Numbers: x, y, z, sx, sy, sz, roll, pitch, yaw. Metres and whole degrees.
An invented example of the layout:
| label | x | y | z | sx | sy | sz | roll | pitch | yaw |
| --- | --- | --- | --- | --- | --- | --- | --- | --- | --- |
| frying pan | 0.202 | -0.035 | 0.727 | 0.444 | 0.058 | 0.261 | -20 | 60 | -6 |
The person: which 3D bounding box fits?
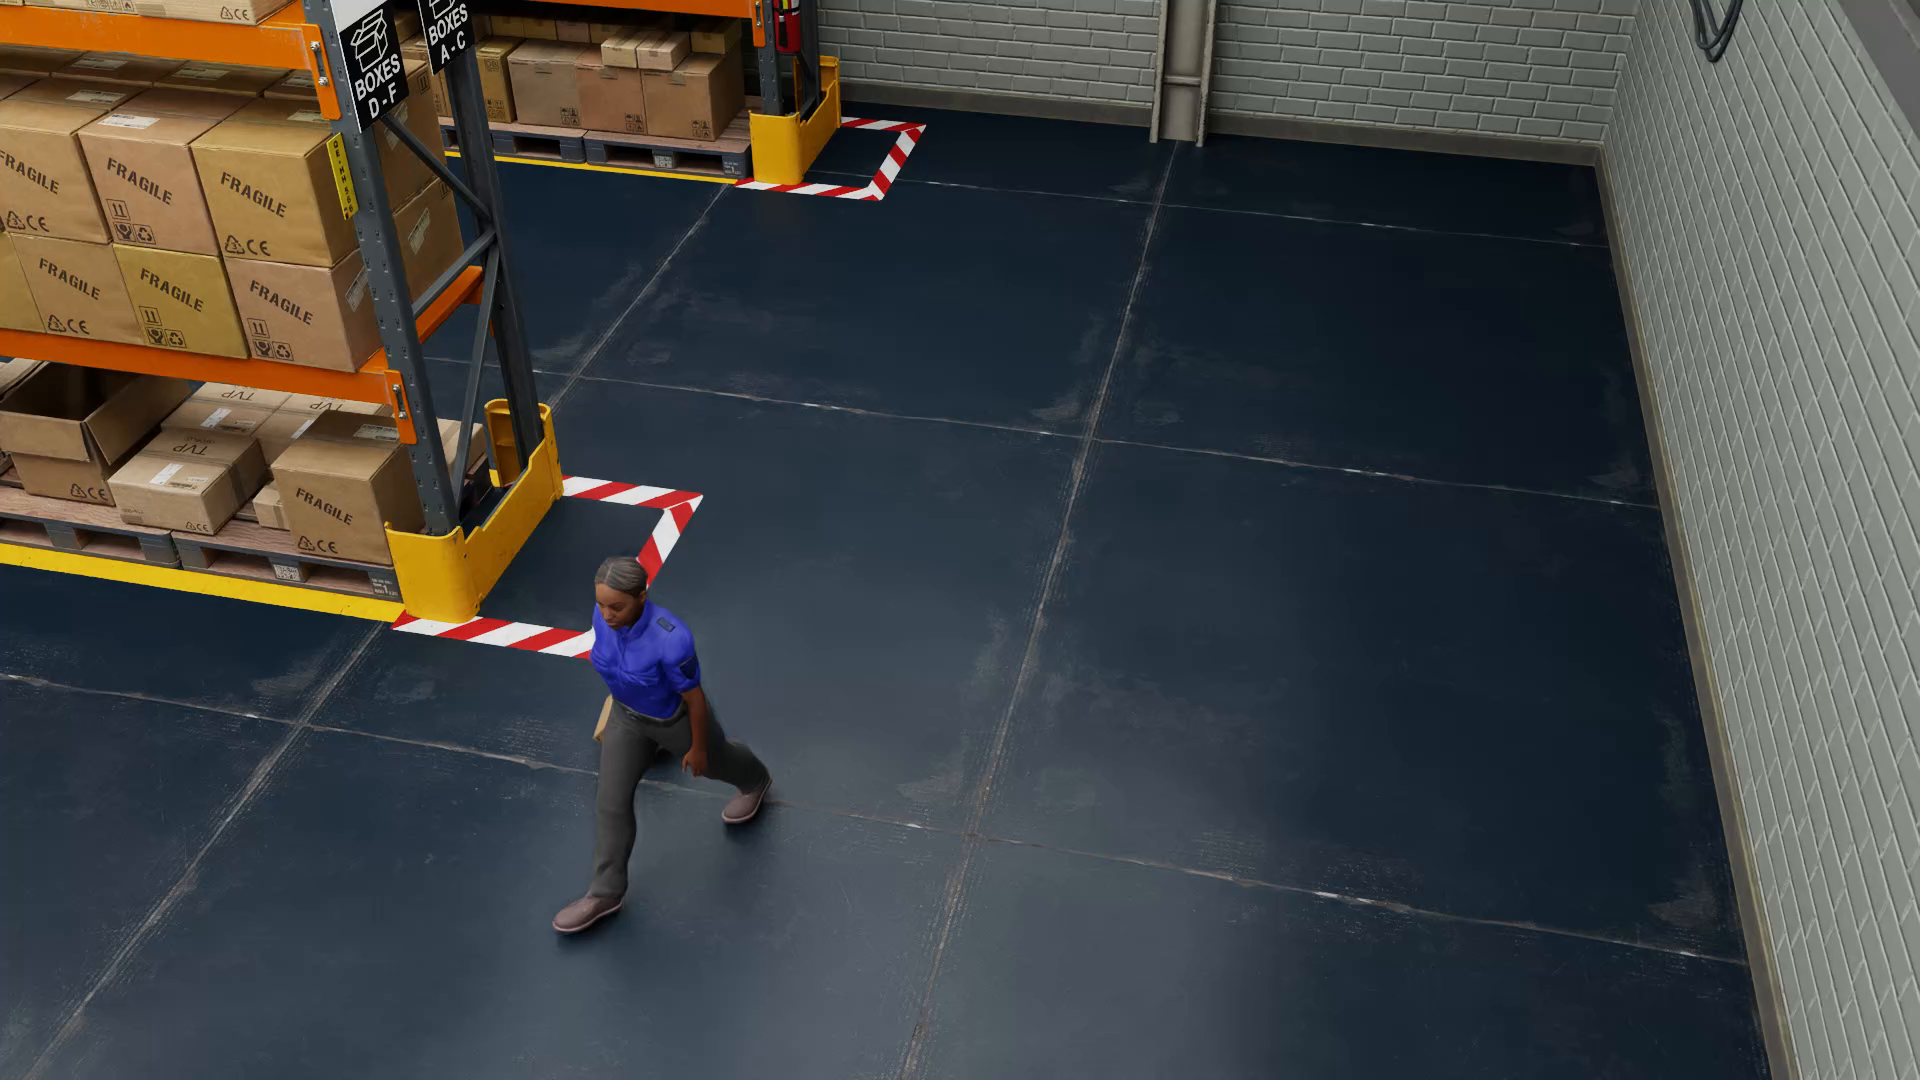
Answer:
| label | x | y | z | sx | sy | sz | roll | pitch | yaw |
| --- | --- | --- | --- | --- | --- | --- | --- | --- | --- |
| person | -1.107 | 0.657 | 6.117 | 0.465 | 1.584 | 1.065 | 17 | 40 | 22 |
